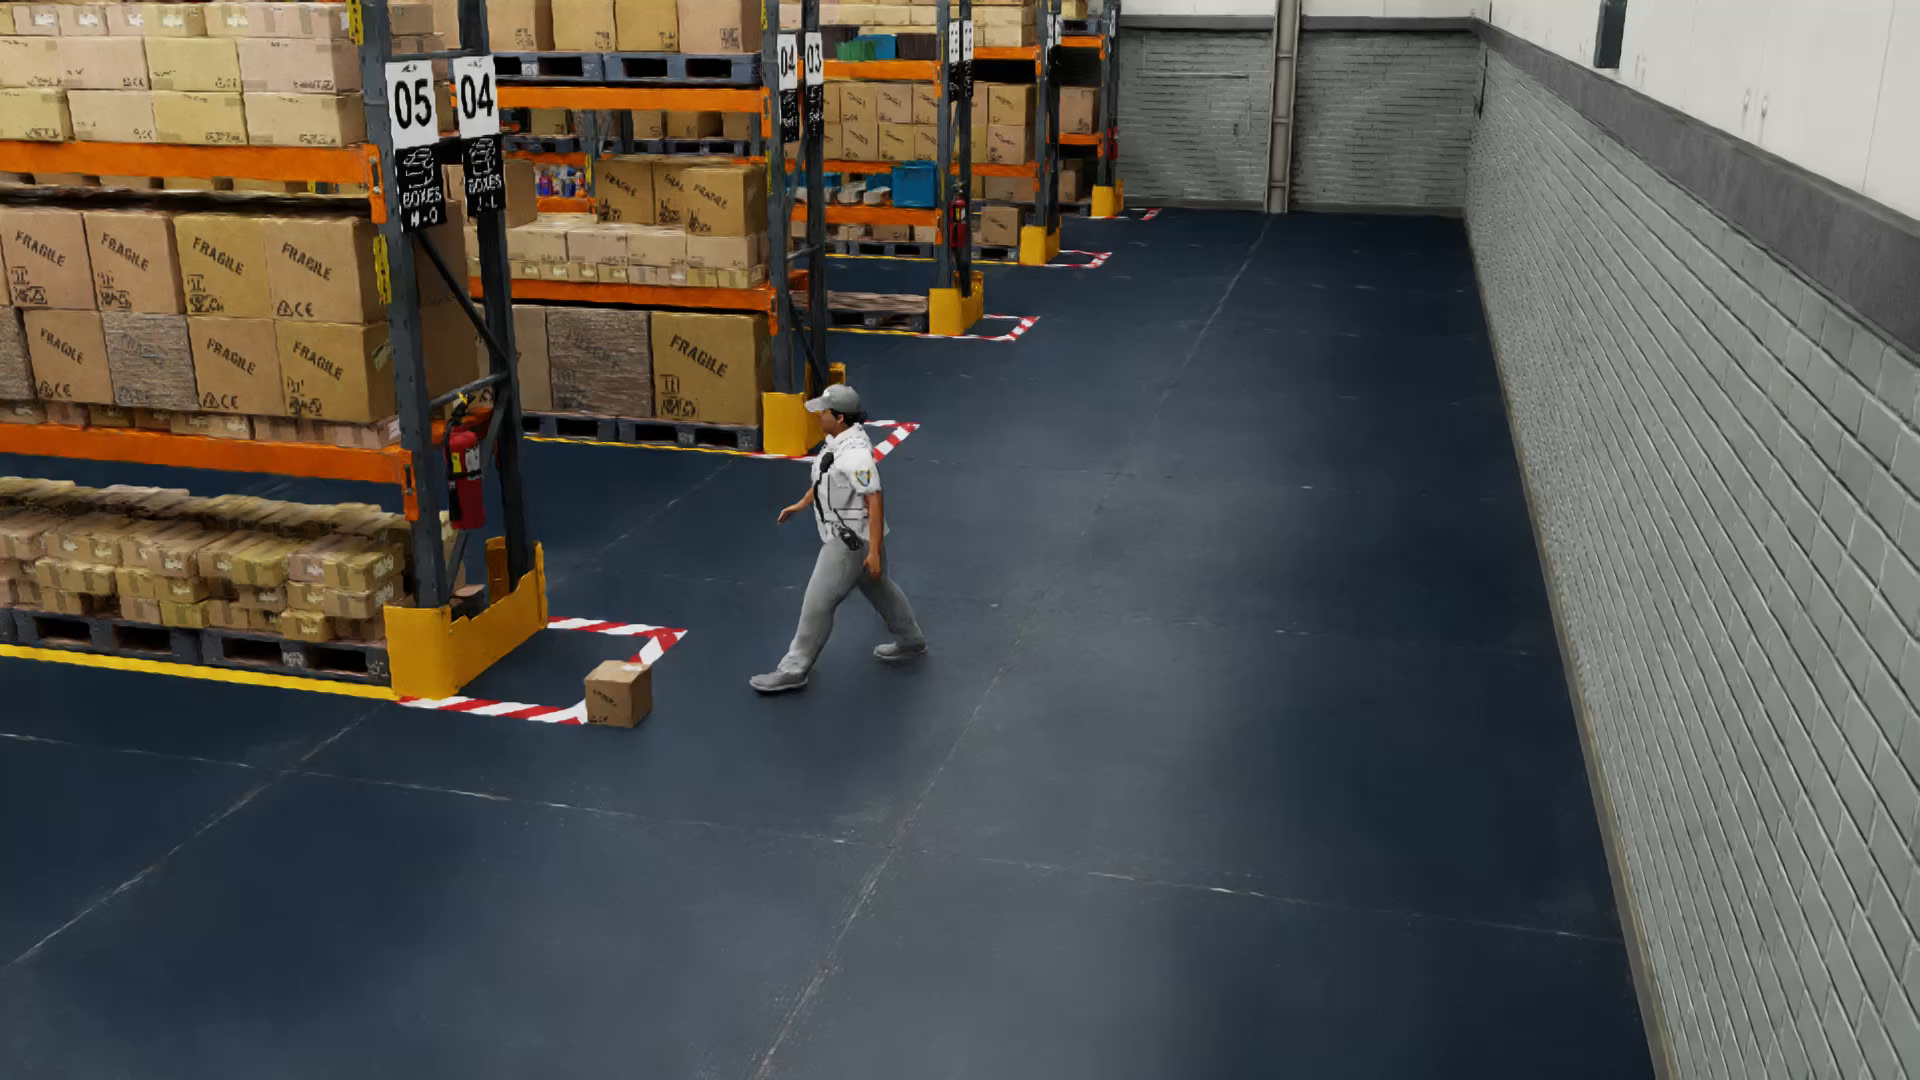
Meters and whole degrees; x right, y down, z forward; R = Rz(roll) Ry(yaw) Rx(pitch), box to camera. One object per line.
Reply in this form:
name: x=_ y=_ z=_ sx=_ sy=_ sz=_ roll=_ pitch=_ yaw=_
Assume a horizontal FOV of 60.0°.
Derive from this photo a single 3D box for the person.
person: x=-0.633 y=-0.024 z=8.634 sx=0.977 sy=1.607 sz=0.640 roll=-3 pitch=19 yaw=-10
